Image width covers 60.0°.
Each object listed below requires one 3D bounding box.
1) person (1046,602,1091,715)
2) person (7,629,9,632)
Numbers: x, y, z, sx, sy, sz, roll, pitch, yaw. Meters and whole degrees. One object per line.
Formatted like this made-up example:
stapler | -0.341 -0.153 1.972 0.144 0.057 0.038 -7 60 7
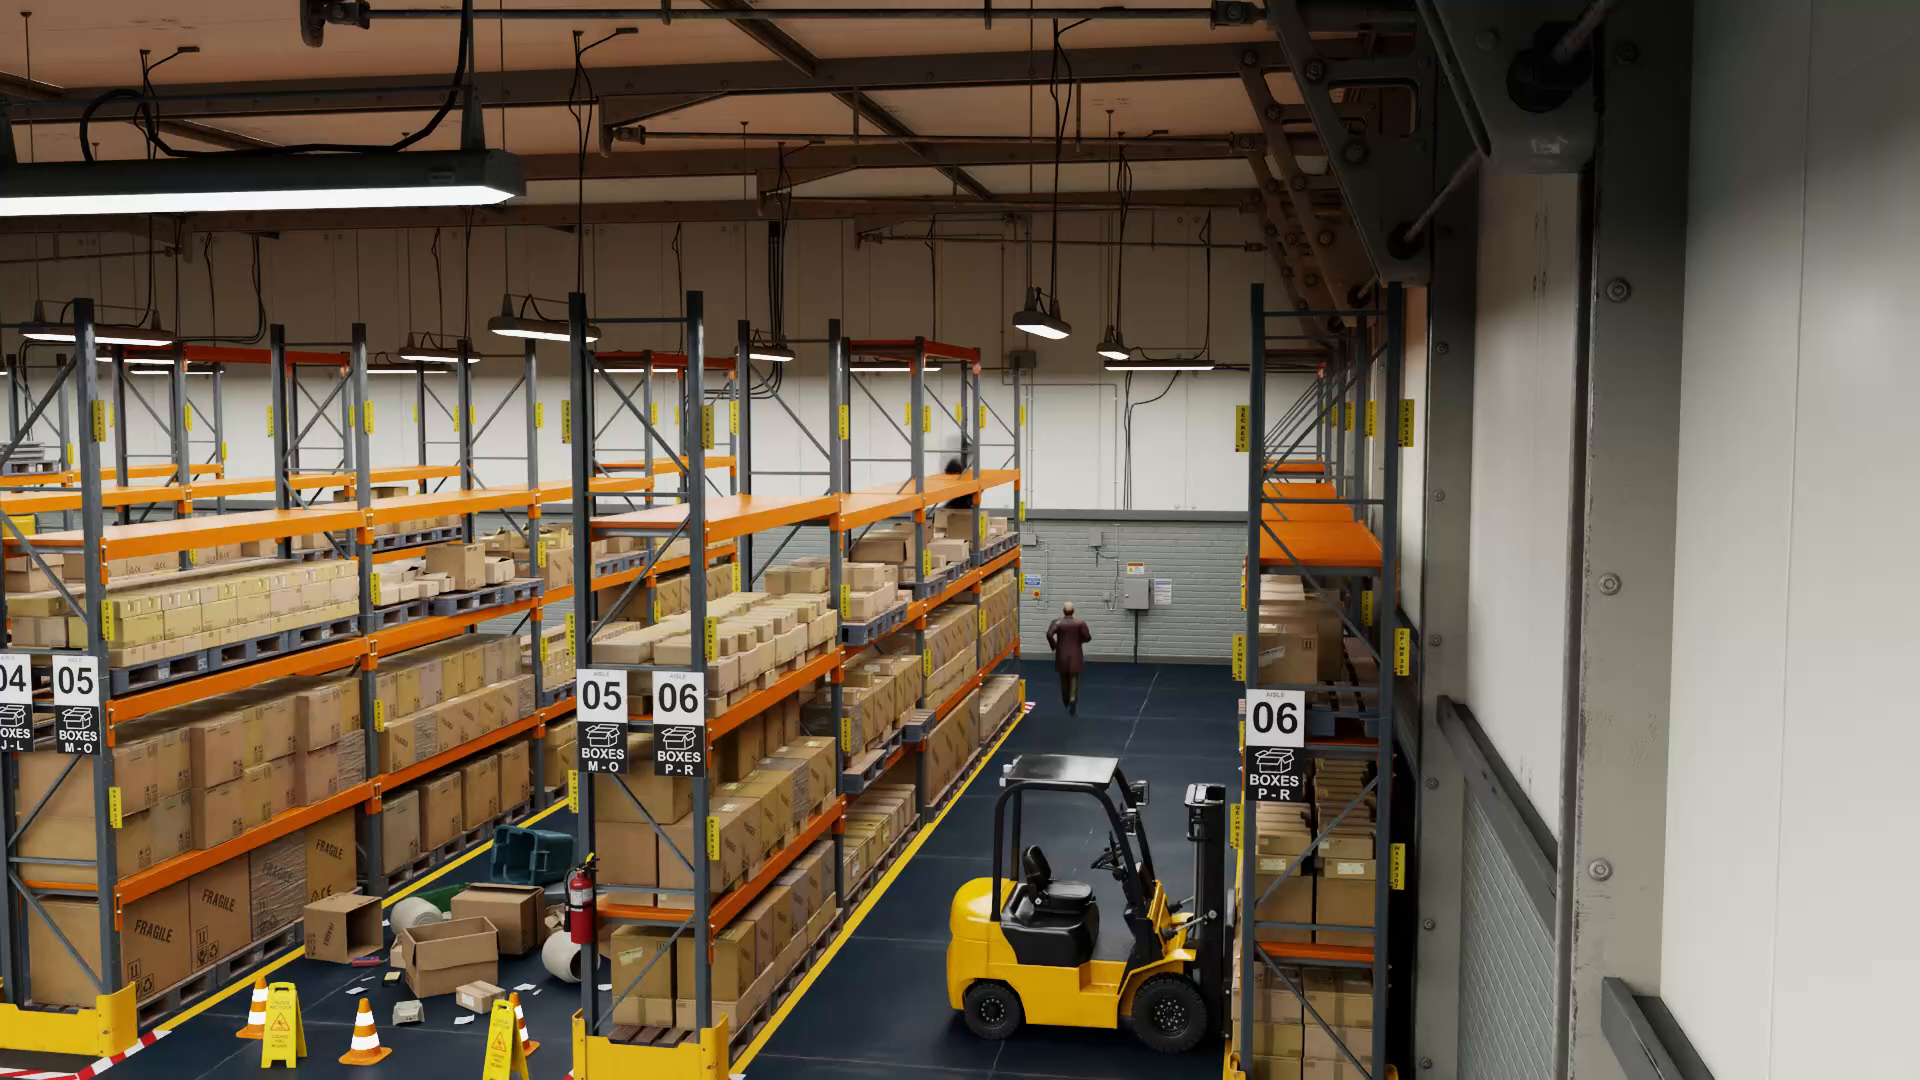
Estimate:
person | 1.720 1.858 26.382 0.712 1.779 0.938 0 5 3
person | -17.393 1.900 29.921 0.706 1.737 0.620 1 5 7
